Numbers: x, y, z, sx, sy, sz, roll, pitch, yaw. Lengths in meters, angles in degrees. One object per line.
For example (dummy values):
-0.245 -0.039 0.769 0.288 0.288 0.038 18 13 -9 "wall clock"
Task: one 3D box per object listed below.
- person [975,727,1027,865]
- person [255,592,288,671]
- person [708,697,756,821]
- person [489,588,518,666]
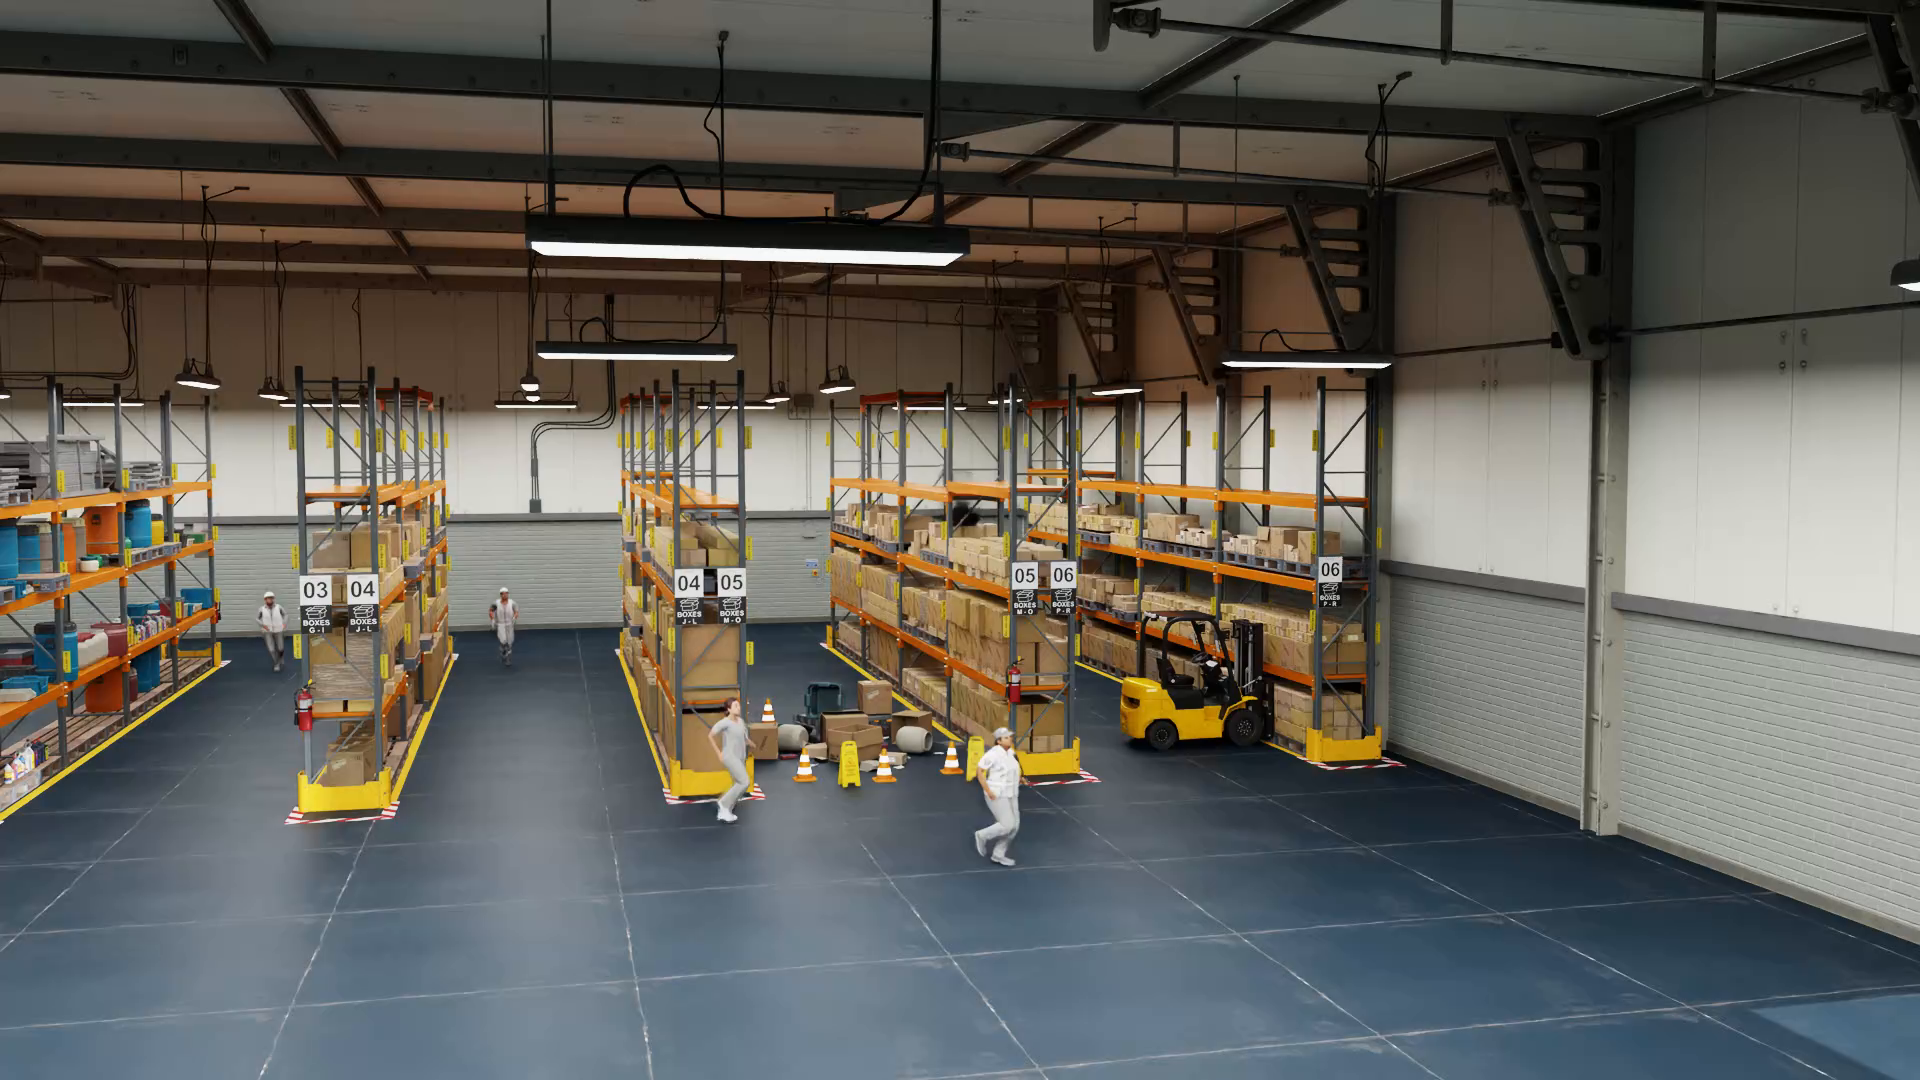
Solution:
0.501 3.021 19.639 0.559 1.632 0.634 2 4 35 "person"
-14.962 1.988 36.162 0.688 1.727 0.536 -2 4 -26 "person"
-2.932 2.872 21.721 0.620 1.633 0.548 2 4 29 "person"
-10.107 1.925 36.930 0.598 1.750 0.753 -2 4 -25 "person"
